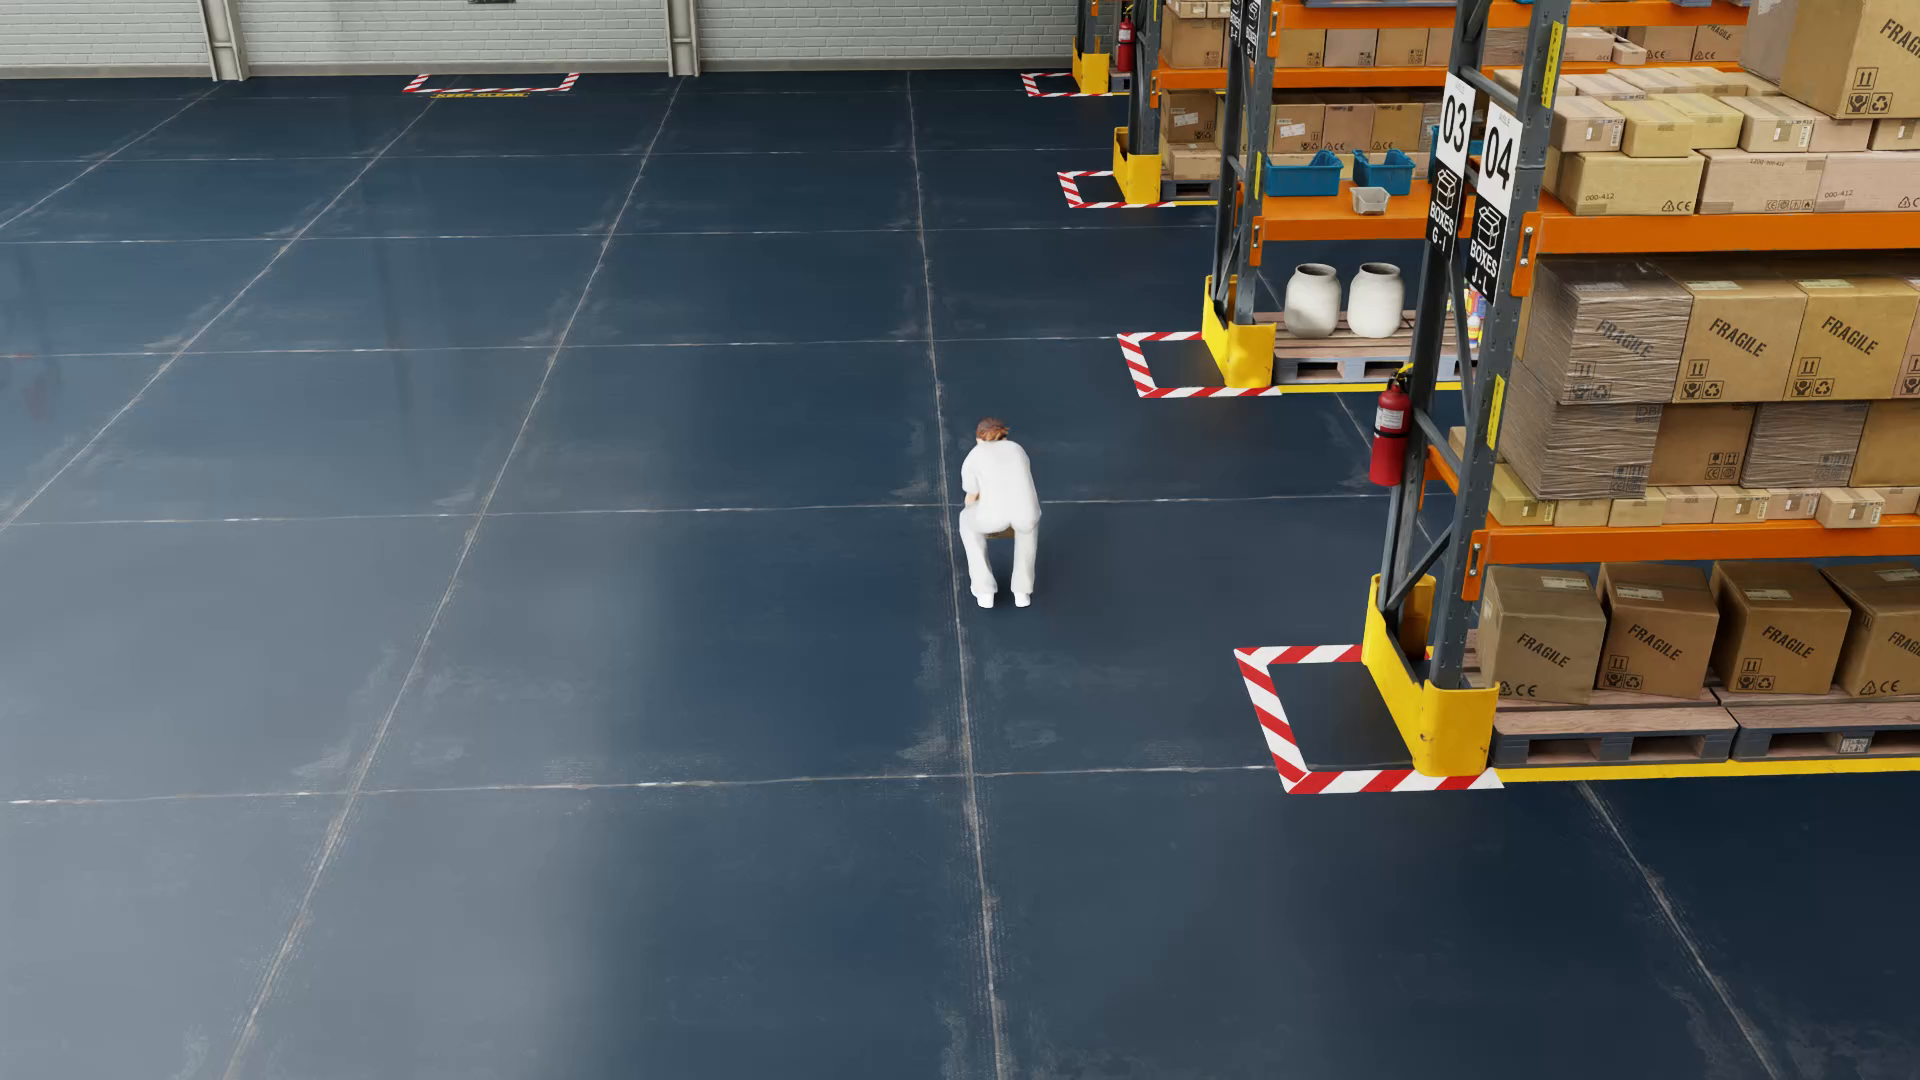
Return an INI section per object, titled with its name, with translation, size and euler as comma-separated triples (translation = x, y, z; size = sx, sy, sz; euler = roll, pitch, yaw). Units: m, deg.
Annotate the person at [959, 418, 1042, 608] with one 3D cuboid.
[person]
translation = 0.246, -0.161, 9.705
size = 0.454, 0.956, 0.857
euler = -3, 28, -5
